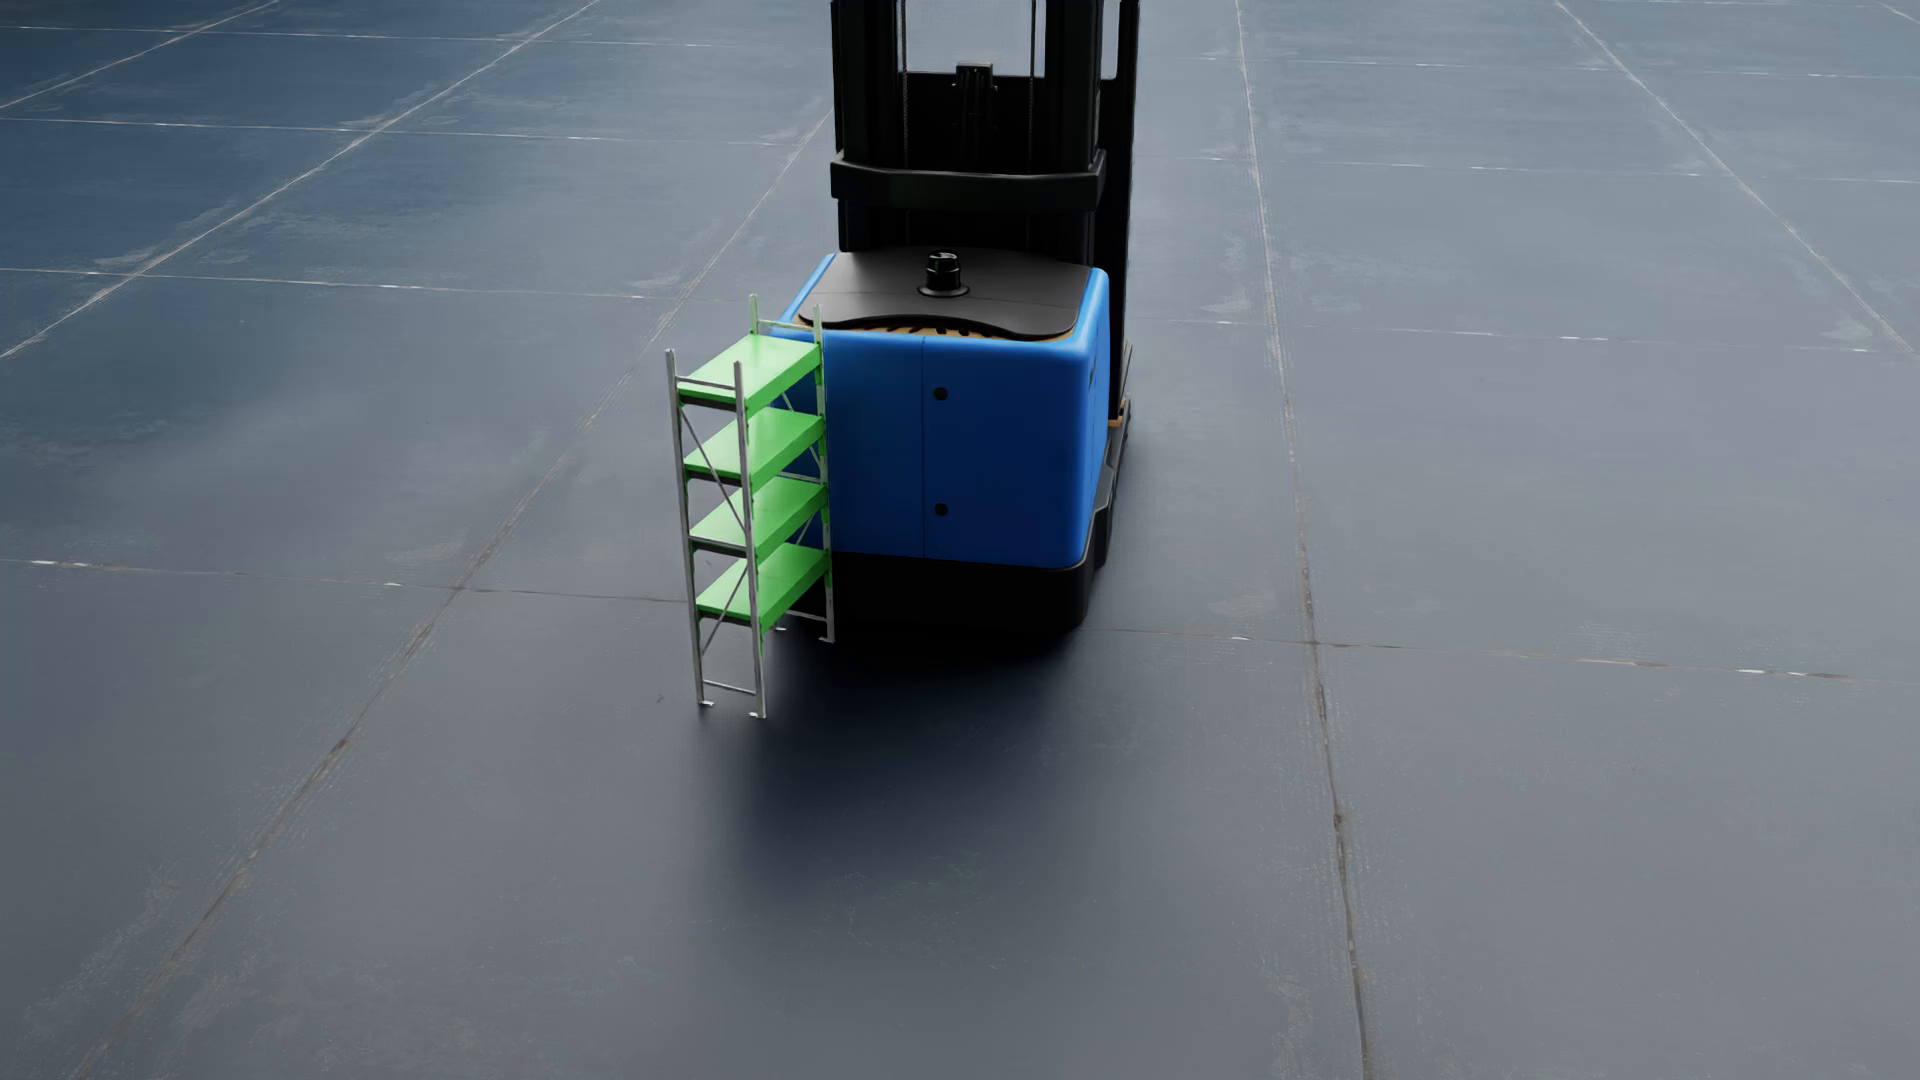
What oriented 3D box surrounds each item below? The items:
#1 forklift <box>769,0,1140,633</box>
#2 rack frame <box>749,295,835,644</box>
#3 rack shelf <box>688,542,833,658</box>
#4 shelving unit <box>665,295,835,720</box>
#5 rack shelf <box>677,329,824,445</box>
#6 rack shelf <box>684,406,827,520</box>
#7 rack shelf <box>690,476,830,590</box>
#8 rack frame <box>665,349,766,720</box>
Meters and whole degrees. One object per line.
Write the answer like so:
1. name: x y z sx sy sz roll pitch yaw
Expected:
1. forklift: 0.126 -1.657 6.236 1.130 2.935 3.031 4 29 8
2. rack frame: -0.535 -0.203 5.363 0.240 1.200 0.015 11 30 20
3. rack shelf: -0.629 0.171 5.308 0.258 0.148 0.480 11 30 20
4. shelving unit: -0.629 -0.097 5.164 0.258 1.200 0.503 11 30 20
5. rack shelf: -0.629 -0.463 4.967 0.258 0.148 0.480 11 30 20
6. rack shelf: -0.629 -0.252 5.081 0.258 0.148 0.480 11 30 20
7. rack shelf: -0.629 -0.040 5.195 0.258 0.148 0.480 11 30 20
8. rack frame: -0.723 0.010 4.966 0.240 1.200 0.015 11 30 20
